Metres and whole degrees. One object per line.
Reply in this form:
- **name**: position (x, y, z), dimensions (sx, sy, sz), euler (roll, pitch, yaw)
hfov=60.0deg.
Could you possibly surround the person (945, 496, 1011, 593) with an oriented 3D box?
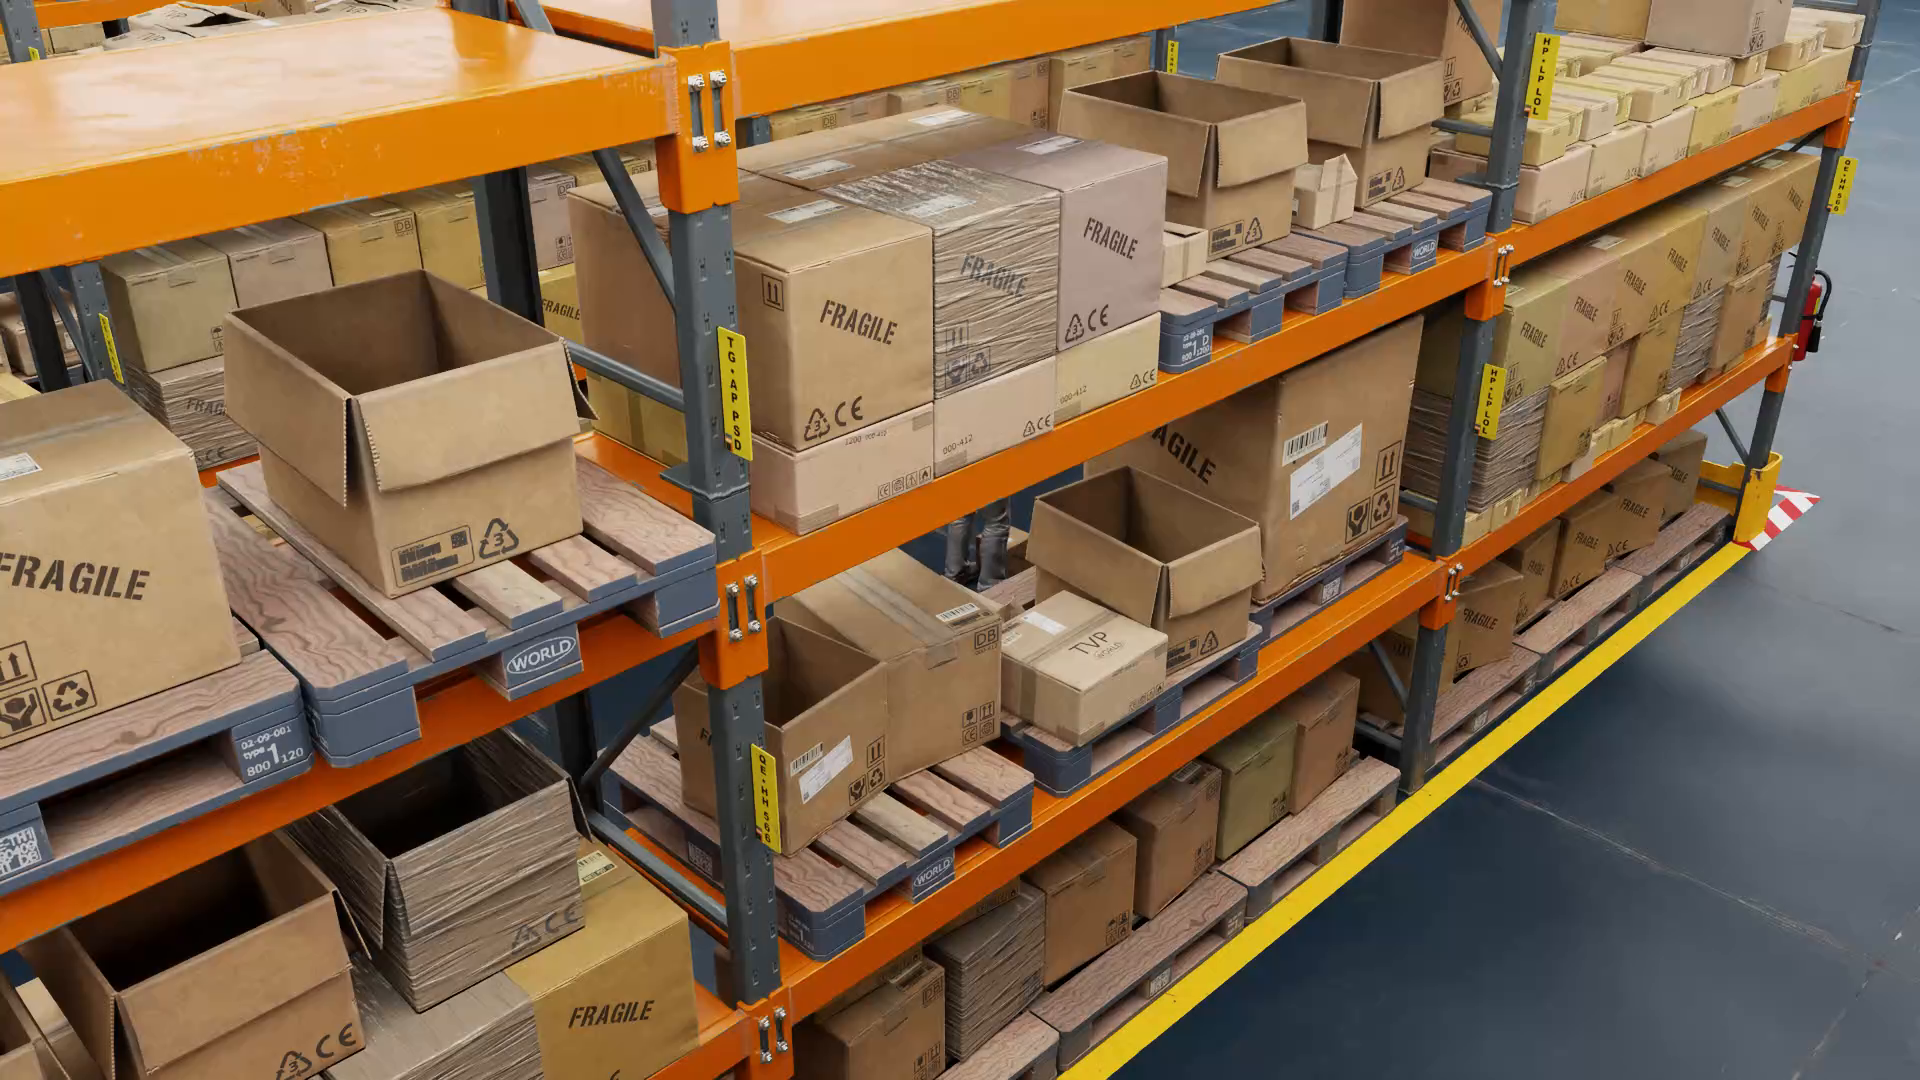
- **person**: position (0.098, -0.500, 9.549), dimensions (0.580, 1.772, 0.460), euler (25, 36, 39)
